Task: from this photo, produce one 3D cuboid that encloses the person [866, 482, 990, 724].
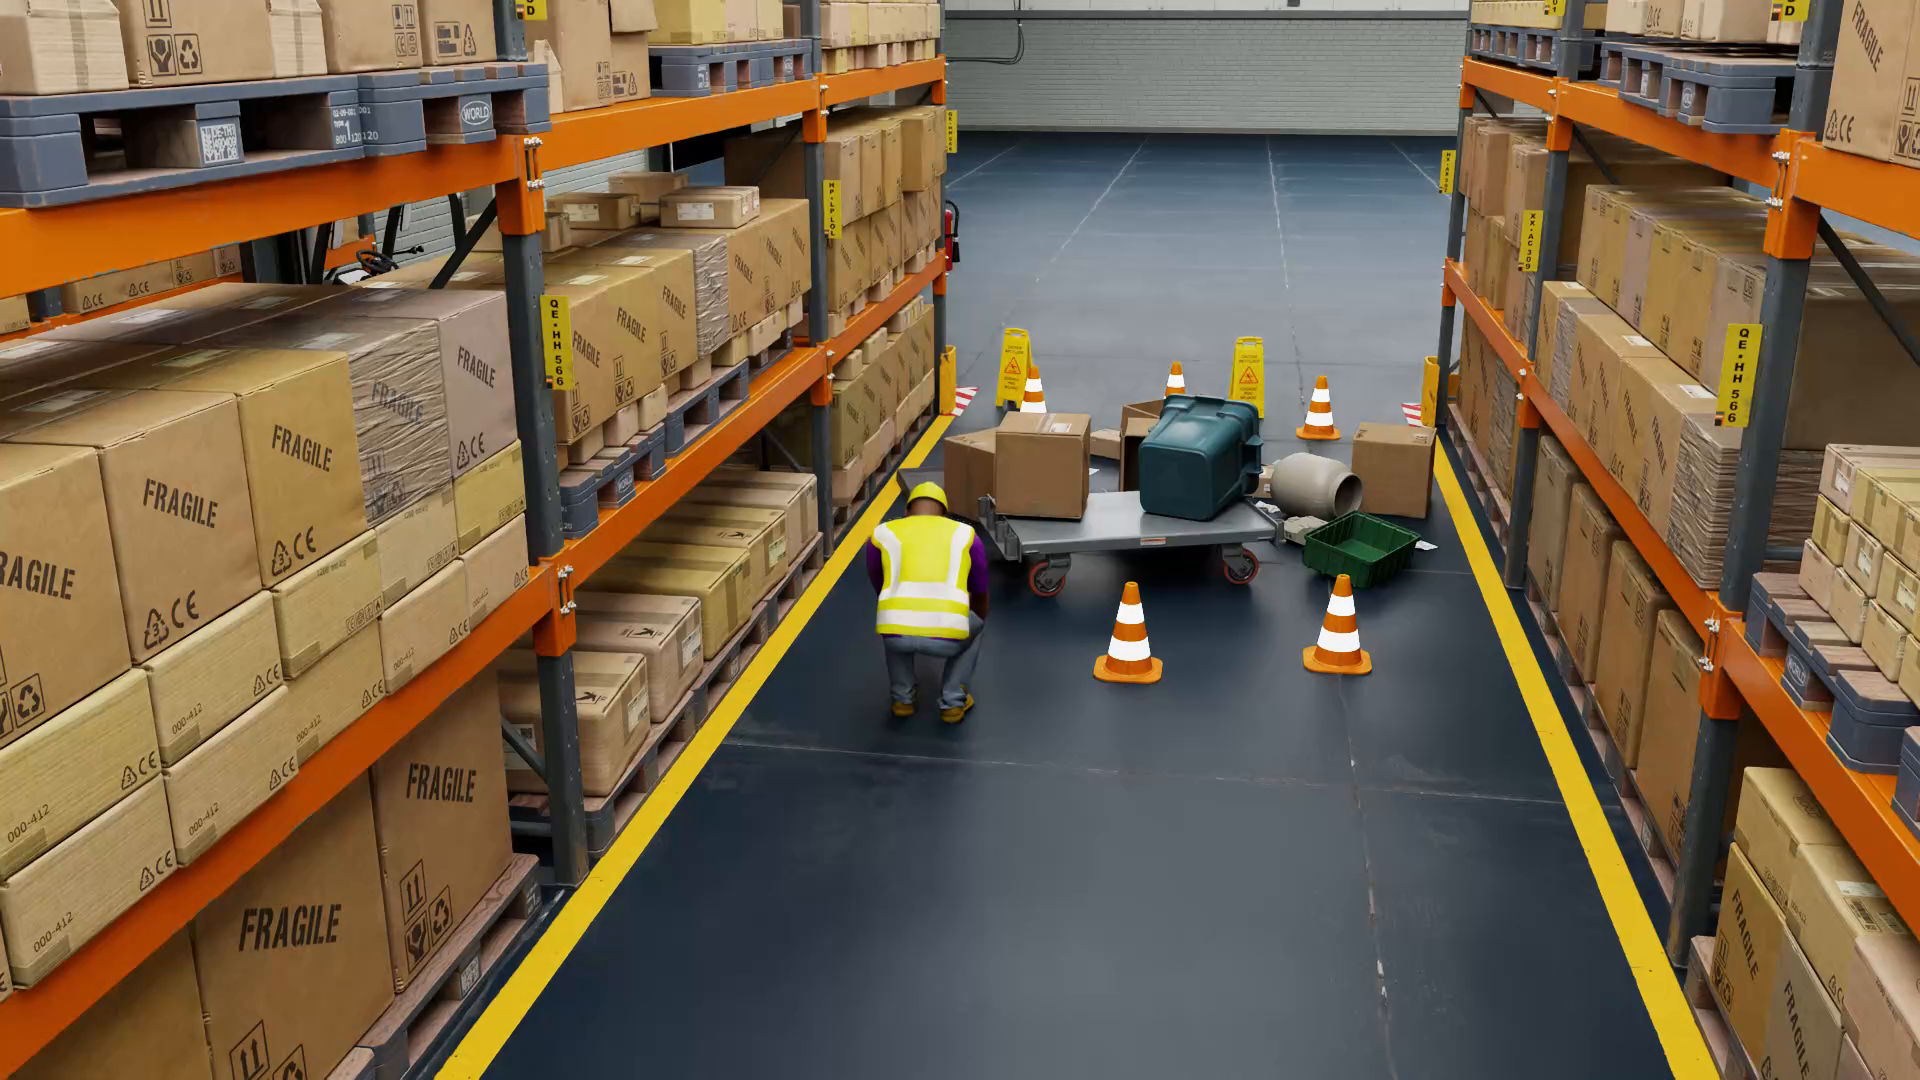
[{"bbox_3d":[-0.172,0.290,7.862,0.582,1.008,0.902,3,18,9],"label":"person"}]
